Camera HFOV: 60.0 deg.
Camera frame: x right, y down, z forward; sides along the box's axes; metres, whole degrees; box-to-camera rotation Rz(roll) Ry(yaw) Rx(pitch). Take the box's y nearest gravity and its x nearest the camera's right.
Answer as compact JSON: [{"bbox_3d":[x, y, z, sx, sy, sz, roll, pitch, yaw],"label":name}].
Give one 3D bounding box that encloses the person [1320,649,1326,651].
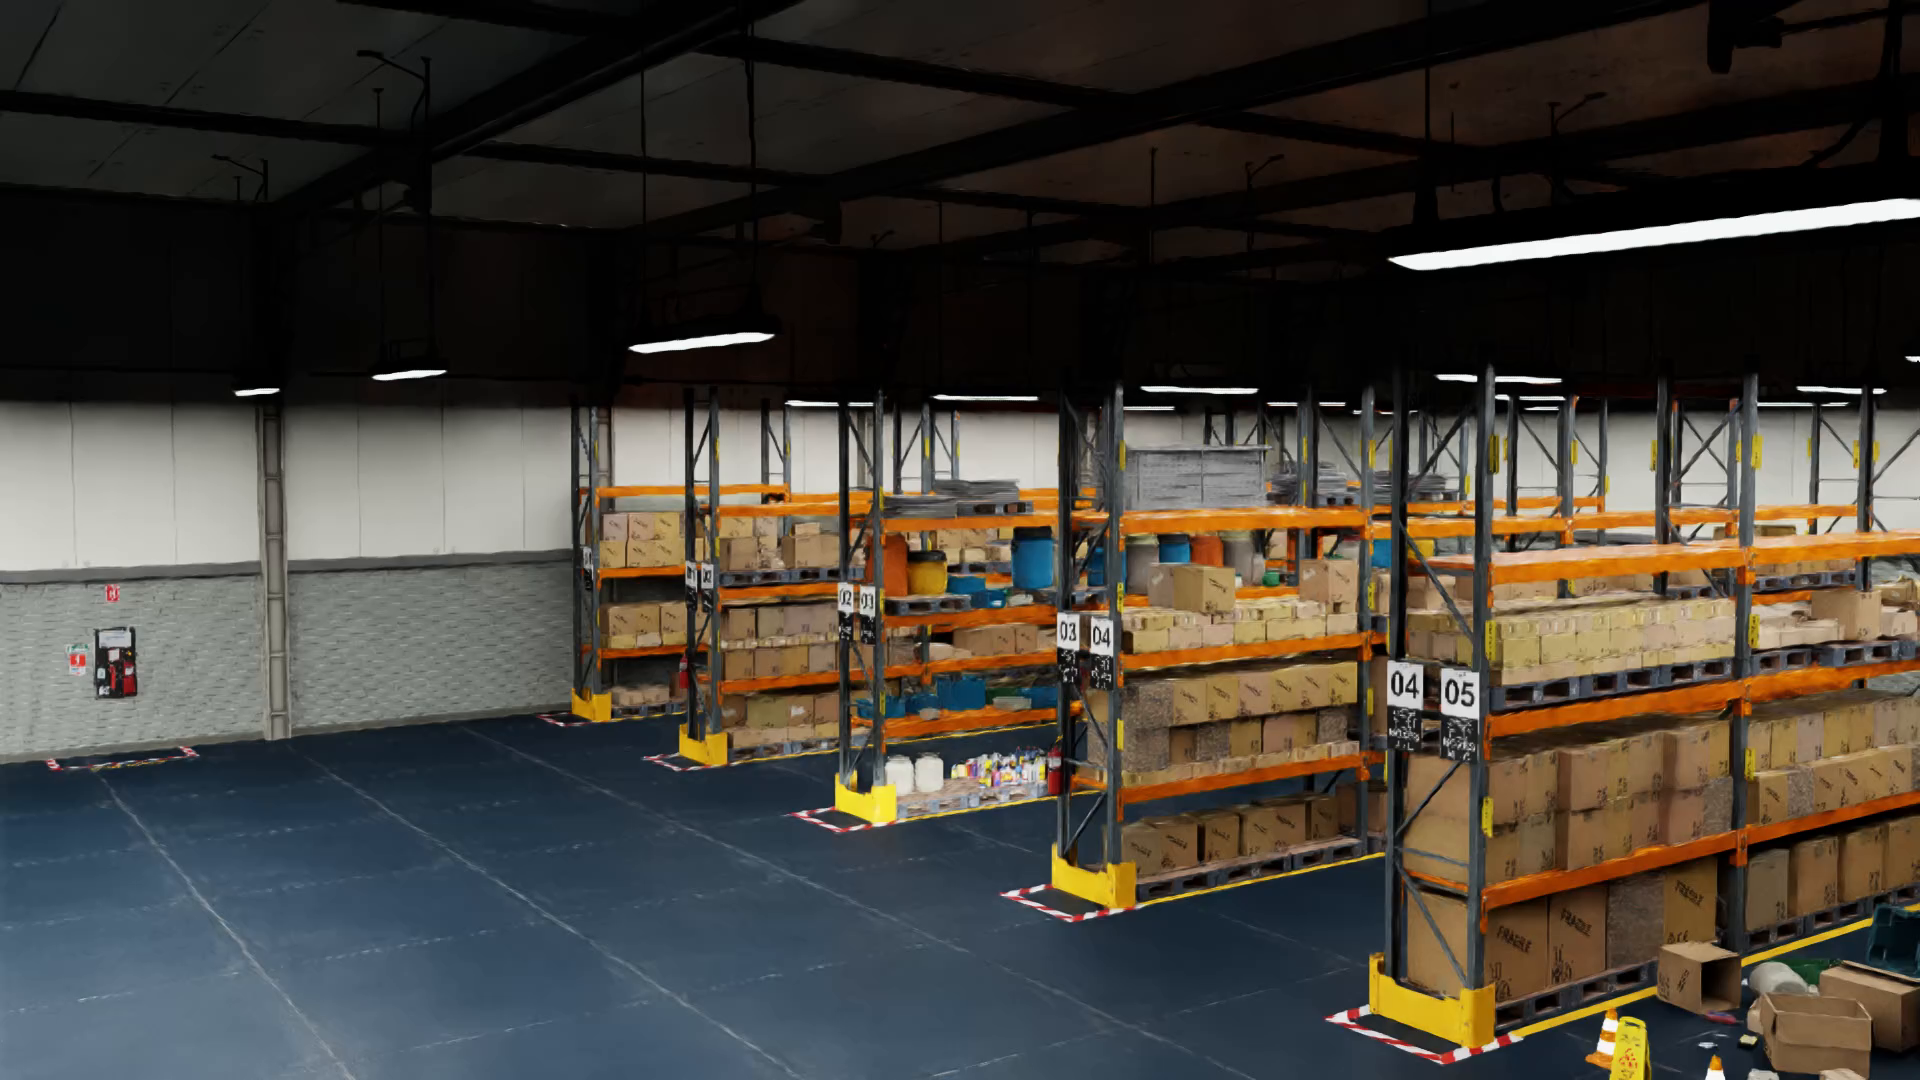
[{"bbox_3d":[8.753,1.833,40.856,0.737,1.760,0.498,1,4,11],"label":"person"}]
